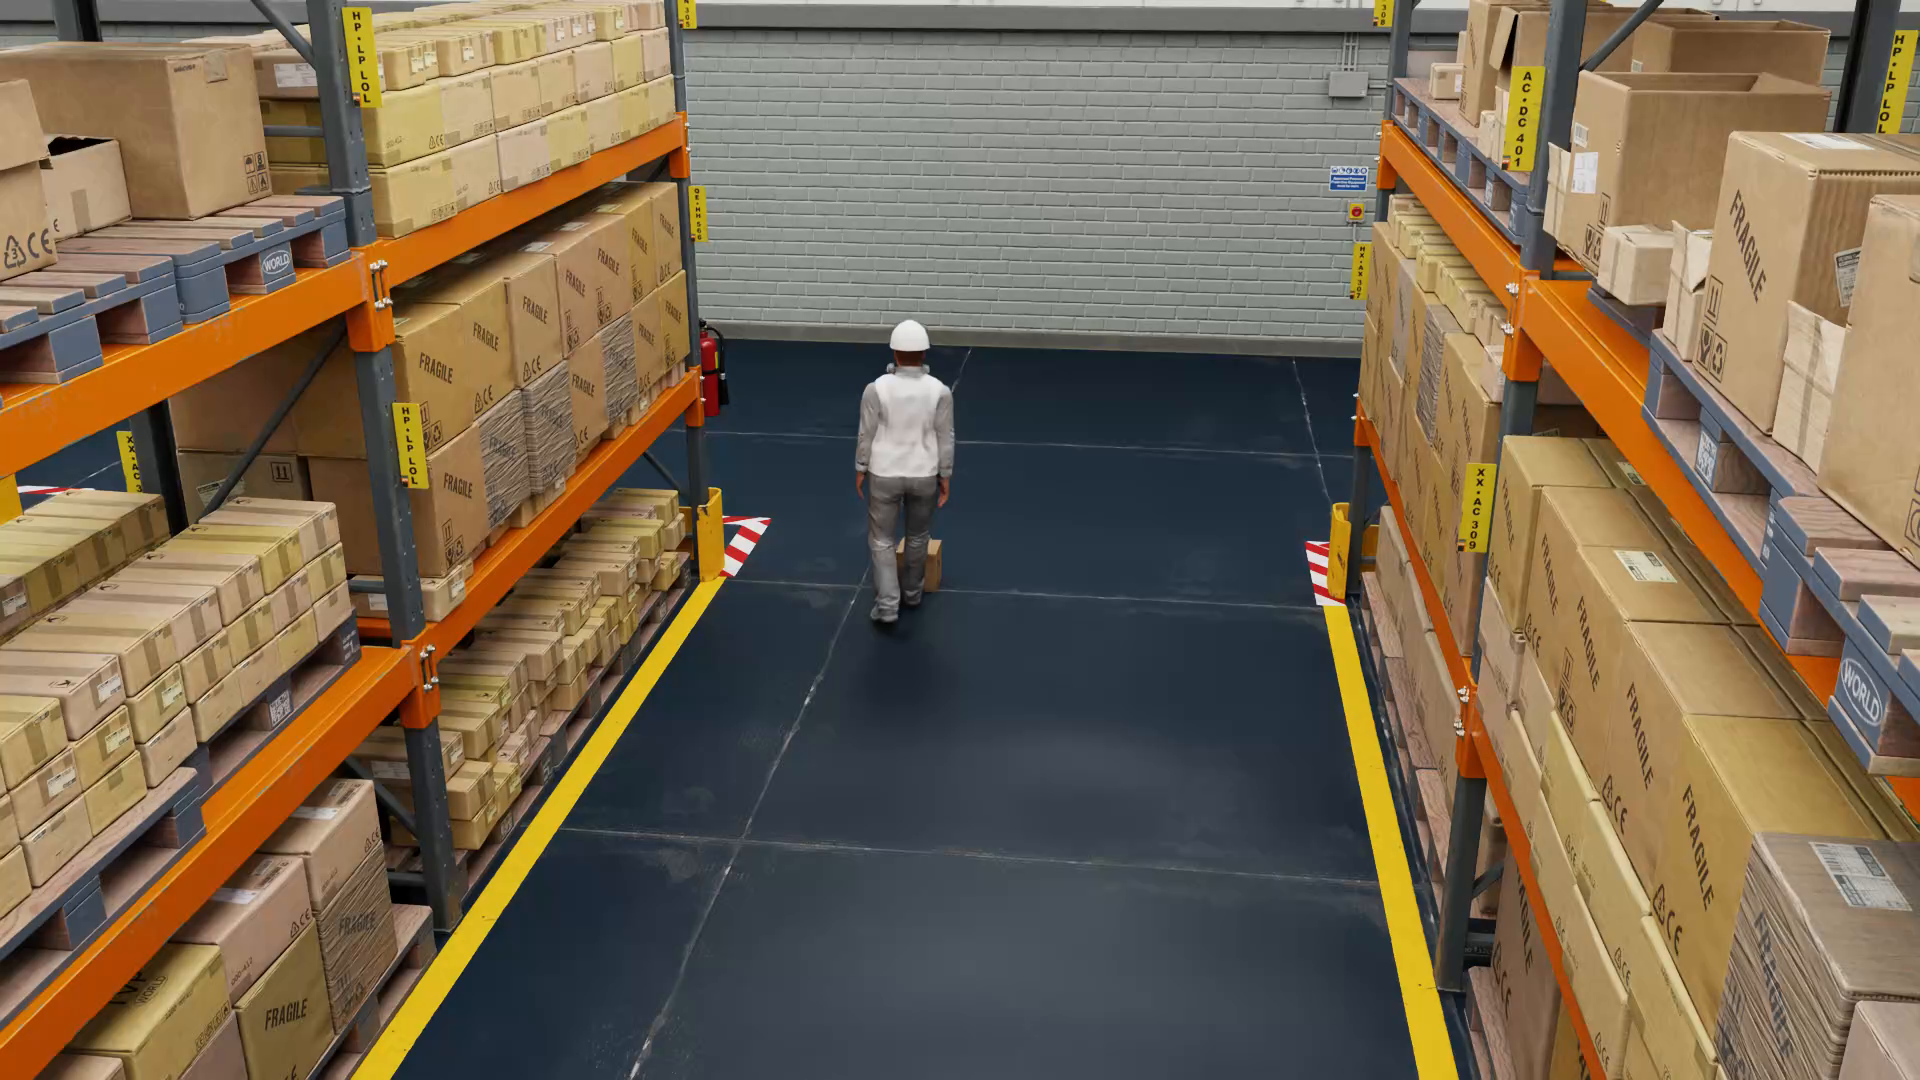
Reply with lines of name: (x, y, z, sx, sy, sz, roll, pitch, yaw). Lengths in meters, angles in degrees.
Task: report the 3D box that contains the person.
person: (-0.328, -0.405, 9.580, 0.561, 1.768, 0.698, -3, 21, -9)
